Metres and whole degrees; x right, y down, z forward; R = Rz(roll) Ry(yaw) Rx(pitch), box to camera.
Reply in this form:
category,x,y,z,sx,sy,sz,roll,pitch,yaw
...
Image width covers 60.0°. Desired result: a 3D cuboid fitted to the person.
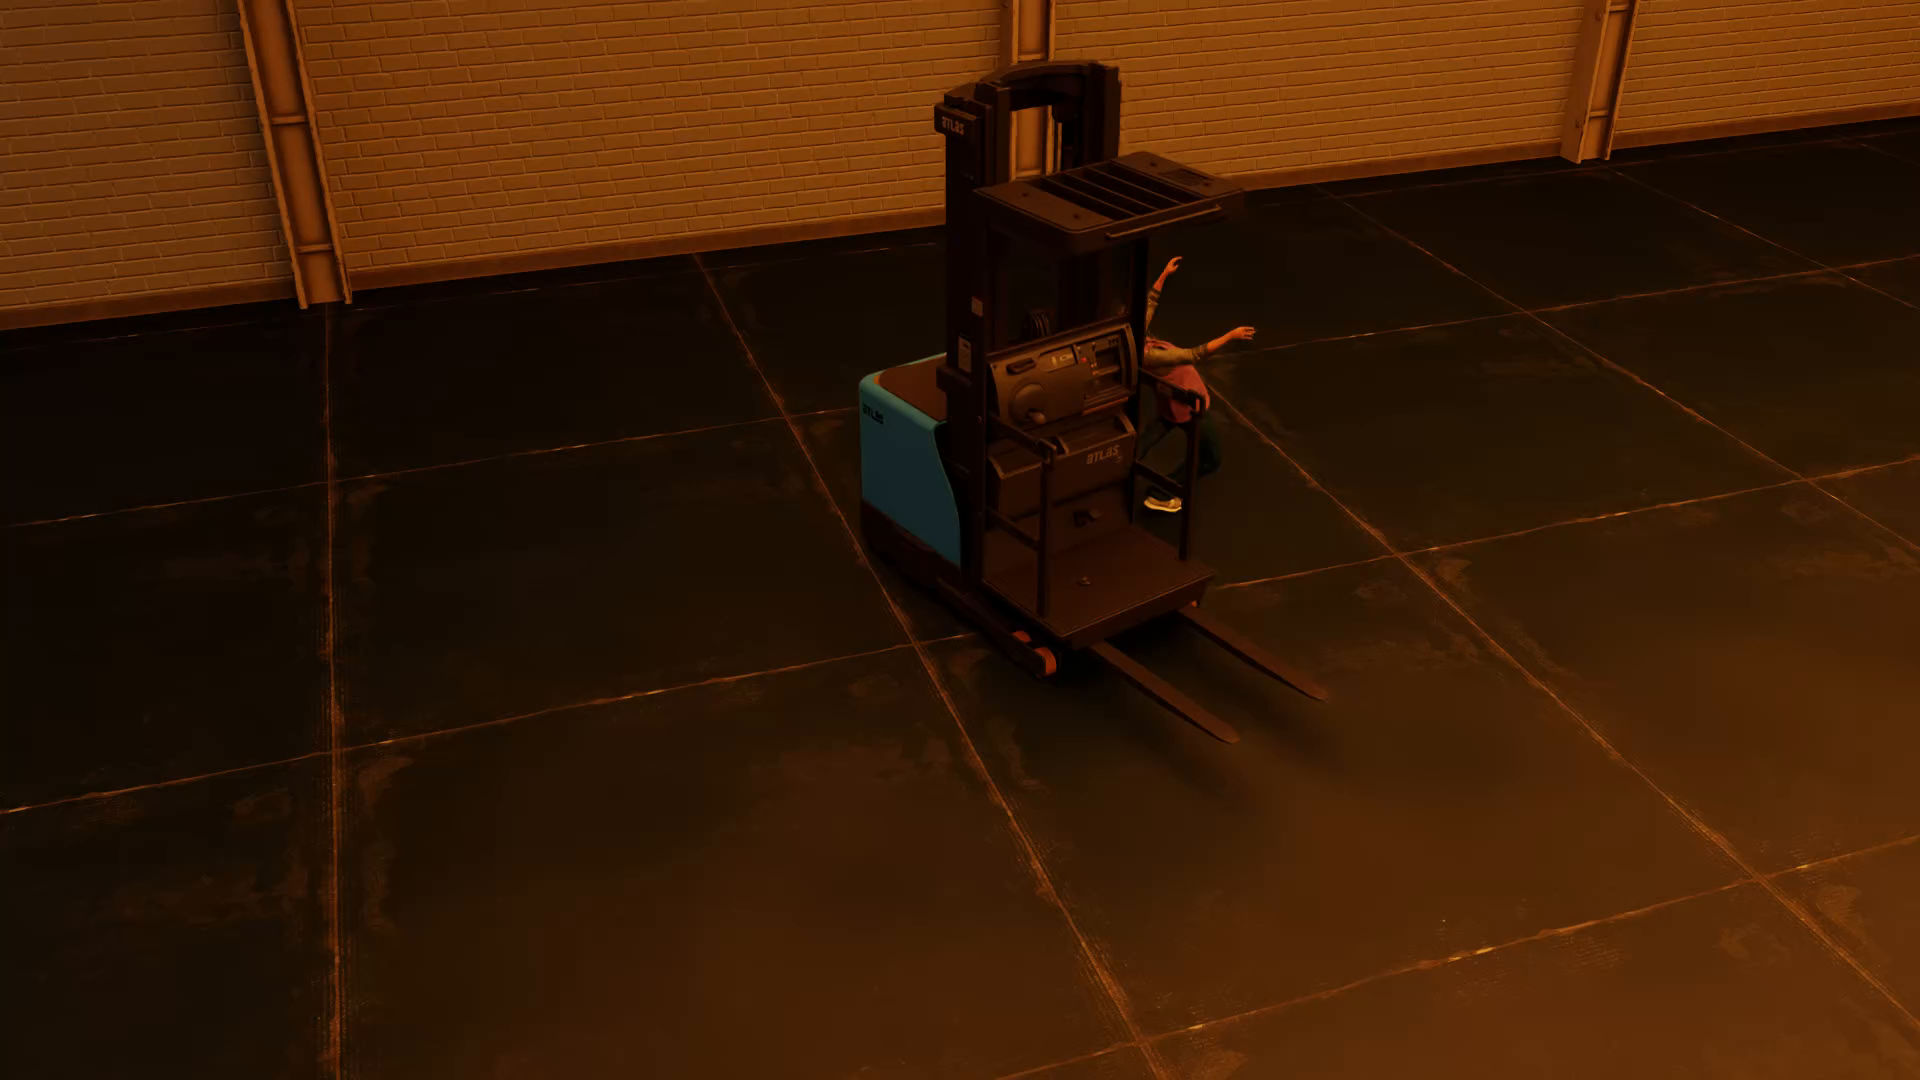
category,x,y,z,sx,sy,sz,roll,pitch,yaw
person,1.266,-0.838,9.934,0.607,1.515,0.862,-15,33,-24

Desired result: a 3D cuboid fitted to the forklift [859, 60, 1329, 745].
category,x,y,z,sx,sy,sz,roll,pitch,yaw
forklift,0.673,-0.818,8.509,1.130,2.935,3.031,-20,35,-30
